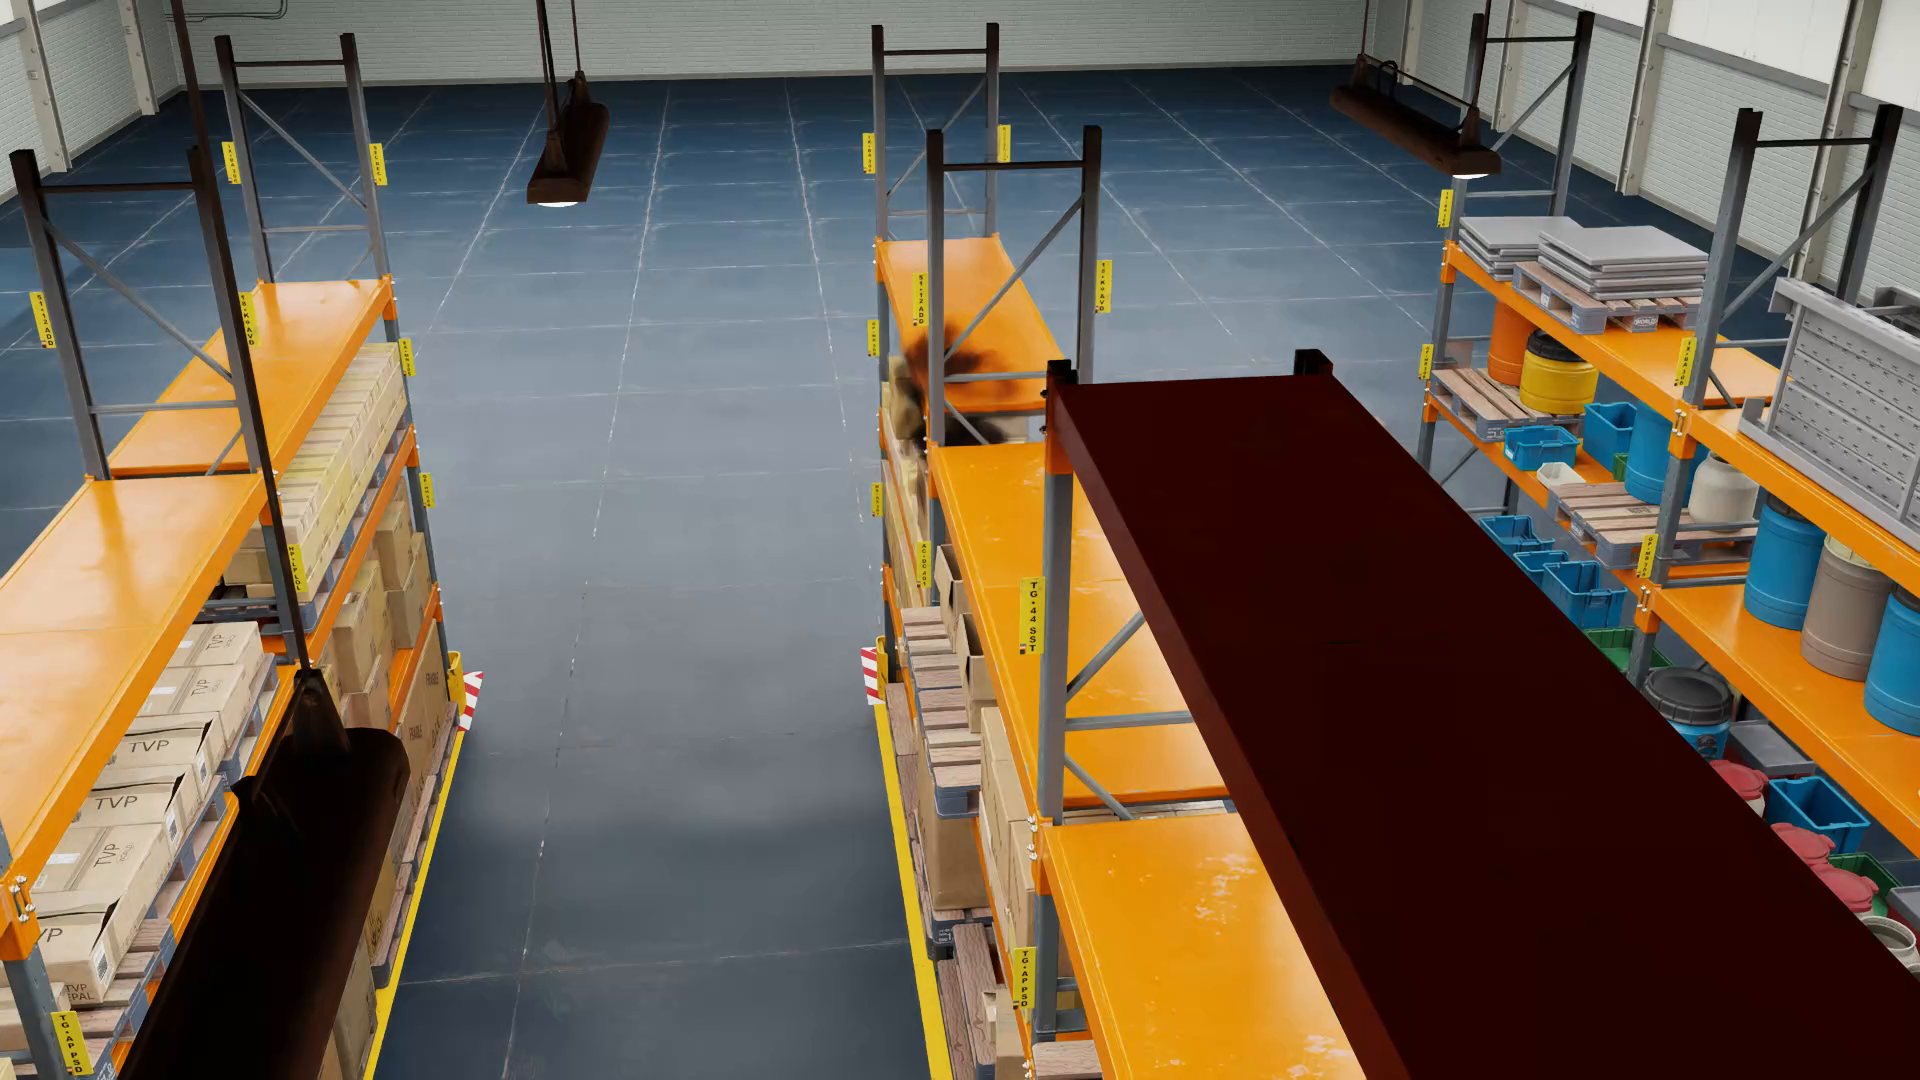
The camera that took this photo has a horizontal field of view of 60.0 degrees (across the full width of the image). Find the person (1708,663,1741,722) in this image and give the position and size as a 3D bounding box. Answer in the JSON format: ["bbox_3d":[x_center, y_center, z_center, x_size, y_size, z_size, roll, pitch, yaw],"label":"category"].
[{"bbox_3d":[6.485,1.344,13.769,0.599,1.693,0.817,-2,26,-4],"label":"person"}]
